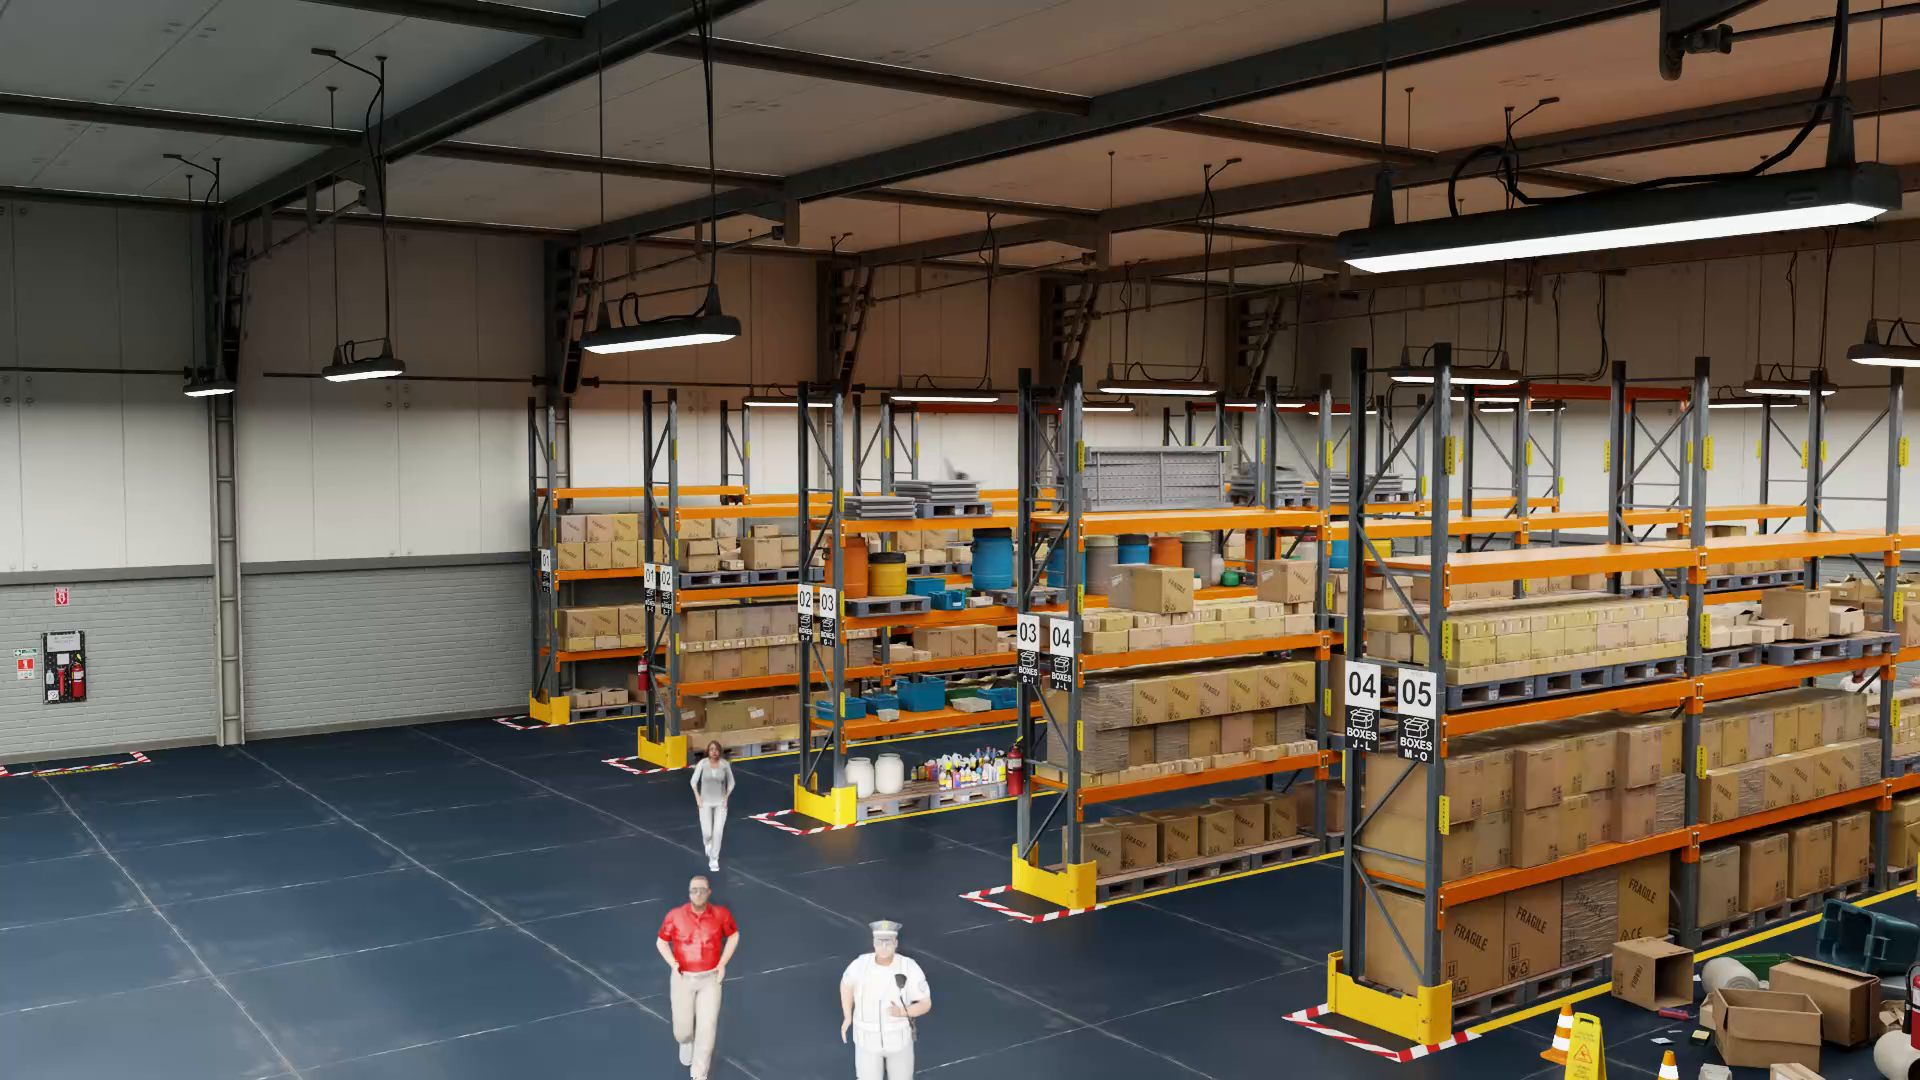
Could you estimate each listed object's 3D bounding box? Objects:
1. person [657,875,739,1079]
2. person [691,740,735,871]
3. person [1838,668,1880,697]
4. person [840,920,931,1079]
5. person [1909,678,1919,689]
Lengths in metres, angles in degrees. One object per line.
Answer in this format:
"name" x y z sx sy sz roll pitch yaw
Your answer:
"person" -2.095 3.522 13.336 0.660 1.699 0.772 -1 3 -10
"person" -2.997 3.199 20.178 0.530 1.565 0.506 -1 3 -9
"person" 14.109 2.754 26.112 0.815 1.757 0.750 -3 4 -40
"person" -0.533 3.554 11.787 0.660 1.771 0.988 0 3 0
"person" 13.927 2.873 24.189 0.691 1.737 0.749 -2 4 -31
